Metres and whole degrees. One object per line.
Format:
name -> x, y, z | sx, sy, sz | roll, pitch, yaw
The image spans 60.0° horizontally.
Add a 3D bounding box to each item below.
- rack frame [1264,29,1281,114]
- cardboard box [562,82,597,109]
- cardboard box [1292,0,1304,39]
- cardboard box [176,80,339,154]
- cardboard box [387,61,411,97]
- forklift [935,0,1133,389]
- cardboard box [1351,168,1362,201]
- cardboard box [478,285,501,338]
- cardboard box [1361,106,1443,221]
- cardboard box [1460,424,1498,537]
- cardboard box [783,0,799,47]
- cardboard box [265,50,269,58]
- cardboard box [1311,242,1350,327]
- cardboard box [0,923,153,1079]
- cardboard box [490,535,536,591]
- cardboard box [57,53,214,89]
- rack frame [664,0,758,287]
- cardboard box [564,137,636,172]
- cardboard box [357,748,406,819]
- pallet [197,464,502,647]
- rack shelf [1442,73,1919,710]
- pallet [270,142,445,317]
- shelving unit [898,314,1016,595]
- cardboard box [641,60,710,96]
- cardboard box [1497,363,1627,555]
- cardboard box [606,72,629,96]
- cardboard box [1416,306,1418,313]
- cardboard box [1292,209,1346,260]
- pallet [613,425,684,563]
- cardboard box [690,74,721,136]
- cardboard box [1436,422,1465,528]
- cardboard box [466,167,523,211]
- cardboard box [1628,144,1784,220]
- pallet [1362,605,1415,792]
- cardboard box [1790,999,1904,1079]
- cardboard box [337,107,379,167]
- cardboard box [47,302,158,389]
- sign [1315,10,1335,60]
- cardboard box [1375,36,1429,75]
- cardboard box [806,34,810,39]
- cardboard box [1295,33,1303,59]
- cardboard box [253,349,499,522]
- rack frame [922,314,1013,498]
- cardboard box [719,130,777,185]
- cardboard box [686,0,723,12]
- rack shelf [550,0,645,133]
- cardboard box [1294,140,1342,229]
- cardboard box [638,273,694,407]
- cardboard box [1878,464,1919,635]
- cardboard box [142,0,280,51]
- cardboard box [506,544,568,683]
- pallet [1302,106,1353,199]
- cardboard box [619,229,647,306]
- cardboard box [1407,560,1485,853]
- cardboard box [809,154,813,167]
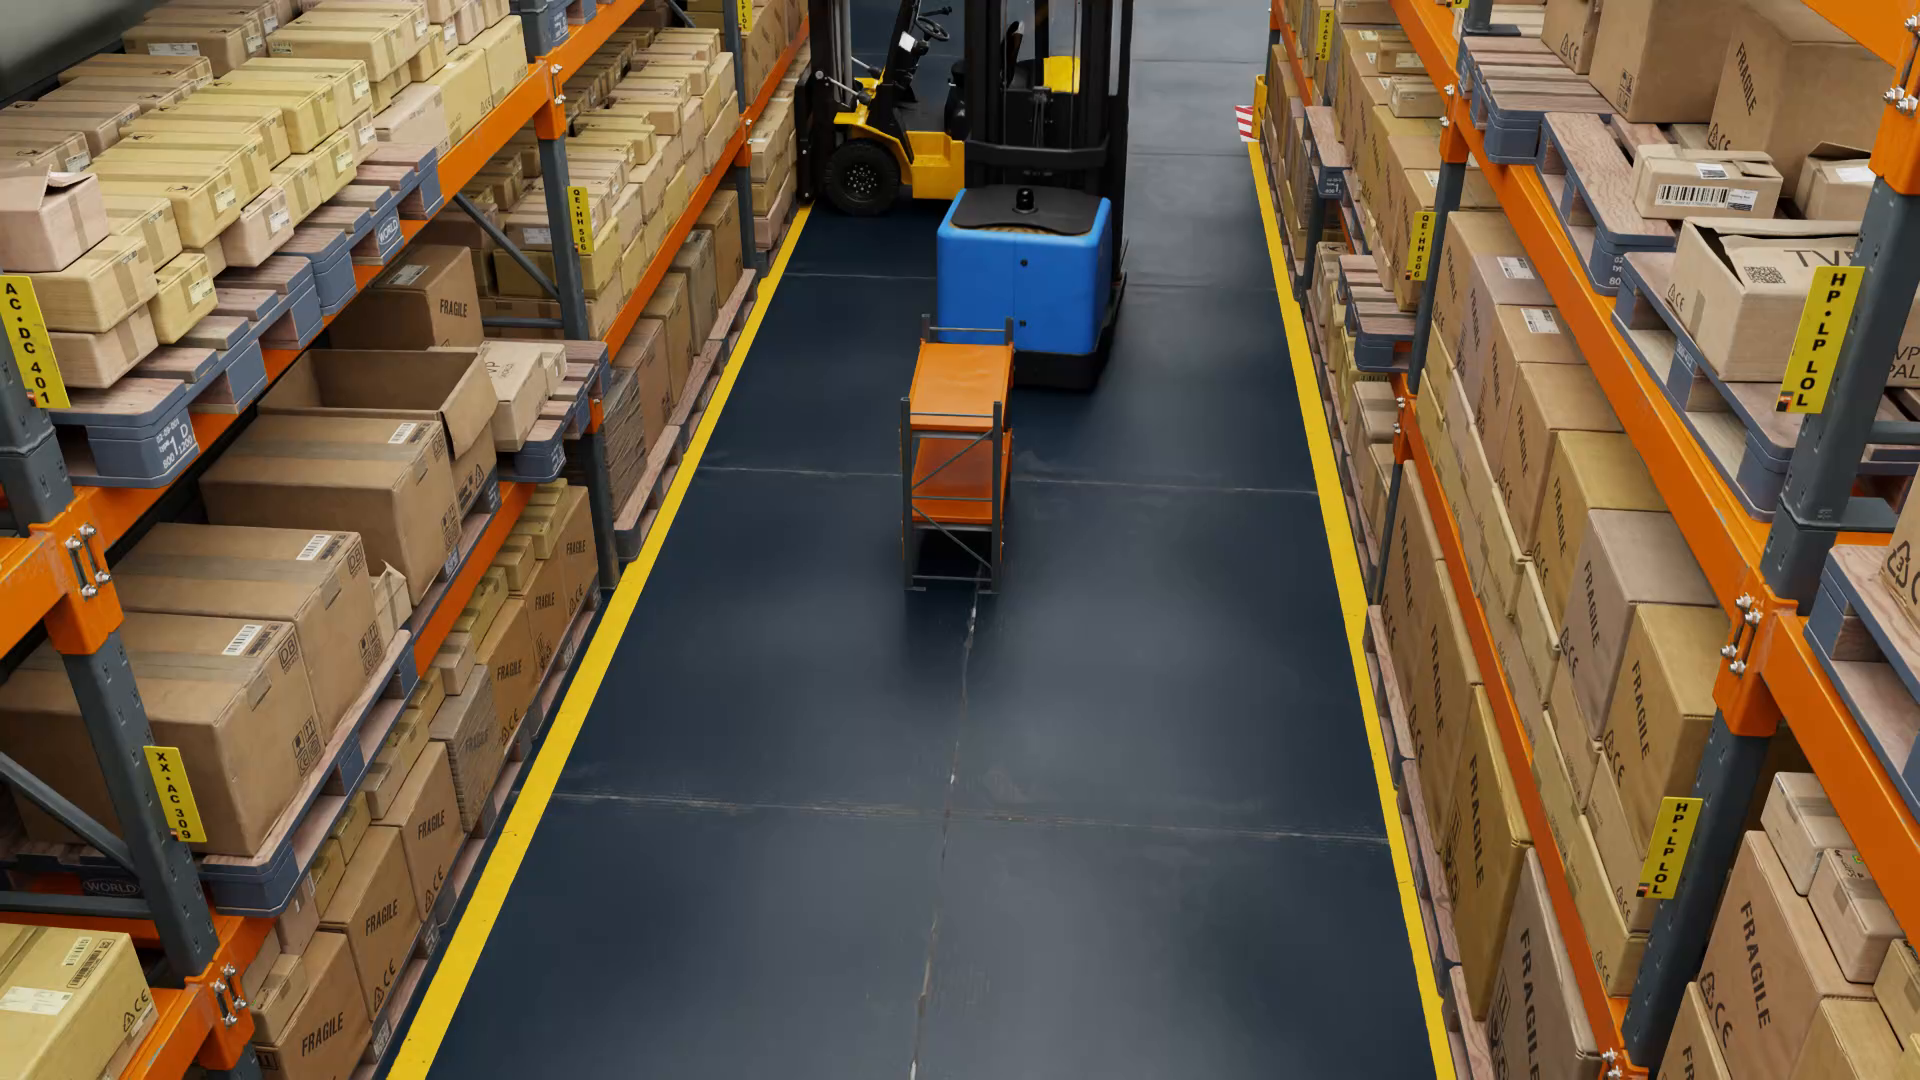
rack frame -> 3.277, -5.032, 14.556 | 1.000, 3.000, 0.127 | 2, 32, 4
cardboard box -> -2.395, -2.630, 9.945 | 0.380, 0.149, 0.250 | 2, 32, 4
cardboard box -> 2.850, -4.161, 12.765 | 0.500, 0.500, 0.500 | 2, 32, 3
cardboard box -> -2.149, -1.299, 5.100 | 0.380, 0.149, 0.250 | 3, 32, 4
cardboard box -> -2.245, -1.715, 6.077 | 0.380, 0.149, 0.250 | 3, 32, 4
forklift -> 0.615, -2.979, 11.291 | 1.130, 2.935, 3.031 | 6, 32, 9
cardboard box -> 2.458, -2.056, 9.567 | 0.380, 0.149, 0.250 | 4, 32, 6
cardboard box -> -2.540, -1.241, 8.547 | 0.500, 0.250, 0.500 | 2, 32, 3
cardboard box -> 2.457, -1.981, 8.826 | 0.500, 0.500, 0.500 | 0, 32, 1
cardboard box -> 2.242, -0.213, 6.403 | 0.500, 0.250, 0.500 | 2, 32, 4
cardboard box -> -1.571, -4.214, 13.133 | 0.500, 0.500, 0.500 | 3, 32, 4
cardboard box -> -2.736, -1.731, 6.104 | 0.380, 0.149, 0.250 | 2, 32, 3
cardboard box -> 2.911, -1.726, 11.296 | 0.950, 0.372, 0.625 | 3, 32, 5
cardboard box -> -2.446, 1.247, 4.227 | 0.500, 0.250, 0.500 | 3, 32, 5
cardboard box -> -2.166, 0.100, 7.593 | 0.380, 0.149, 0.250 | 1, 32, 2
cardboard box -> -2.640, -1.454, 5.351 | 0.380, 0.149, 0.250 | 3, 32, 5
rack frame -> -1.996, -3.150, 11.503 | 1.000, 3.000, 0.127 | 2, 32, 4
cardboard box -> -1.987, -2.076, 9.047 | 0.380, 0.149, 0.250 | 3, 32, 5
cardboard box -> -2.332, 0.910, 6.278 | 0.380, 0.149, 0.250 | 2, 32, 4
pallet -> -2.475, 0.040, 6.509 | 1.003, 0.211, 1.213 | 2, 32, 4
rack shelf -> 2.463, -0.773, 5.473 | 1.077, 0.370, 4.000 | 2, 32, 4
pallet -> -2.443, -1.044, 5.406 | 1.213, 0.211, 1.003 | 2, 32, 4
shelving unit -> -0.001, -0.475, 8.949 | 0.538, 1.125, 1.048 | 2, 32, 4
cardboard box -> -1.767, -2.876, 10.344 | 0.380, 0.149, 0.250 | 2, 32, 2
cardboard box -> 2.209, -0.276, 5.790 | 0.500, 0.500, 0.500 | 3, 32, 5
cardboard box -> -2.344, -2.782, 10.572 | 0.500, 0.250, 0.500 | 2, 32, 3
cardboard box -> 2.418, -1.102, 8.018 | 0.380, 0.149, 0.250 | 4, 32, 6
cardboard box -> 2.732, -2.269, 12.293 | 0.500, 0.250, 0.500 | 4, 32, 6
pallet -> -2.216, -0.300, 9.536 | 1.003, 0.211, 1.213 | 2, 32, 4
cardboard box -> -1.816, -2.762, 10.540 | 0.500, 0.250, 0.500 | 2, 32, 3
cardboard box -> 2.311, -0.270, 6.973 | 0.500, 0.250, 0.500 | 2, 32, 3
cardboard box -> -2.505, -1.831, 8.648 | 0.380, 0.149, 0.250 | 2, 32, 4
cardboard box -> 2.305, -1.108, 5.153 | 0.380, 0.166, 0.250 | 5, 32, 8
pallet -> 2.487, 0.748, 7.836 | 1.003, 0.211, 1.213 | 2, 32, 4
cardboard box -> 1.973, 1.277, 3.270 | 0.500, 0.500, 0.500 | 2, 32, 3
cardboard box -> -2.127, -1.303, 5.389 | 0.380, 0.149, 0.250 | 3, 32, 5
cardboard box -> -2.227, -0.498, 4.083 | 0.380, 0.149, 0.250 | 3, 32, 5
sign -> 2.410, -3.328, 10.966 | 0.100, 0.325, 0.005 | 2, 32, 4
cardboard box -> 2.575, -2.761, 9.474 | 0.380, 0.149, 0.250 | 4, 32, 7
cardboard box -> -1.397, -4.422, 14.833 | 0.500, 0.250, 0.500 | 3, 32, 6
cardboard box -> 2.789, -3.814, 12.820 | 0.380, 0.149, 0.250 | 3, 32, 4
cardboard box -> -2.270, -0.420, 6.574 | 0.797, 0.503, 0.637 | 2, 32, 3
rack frame -> 0.041, -0.741, 9.380 | 0.500, 1.125, 0.032 | 2, 32, 4
cardboard box -> -1.644, -2.824, 12.240 | 0.500, 0.250, 0.500 | 2, 32, 3
cardboard box -> -1.674, -3.750, 11.478 | 0.380, 0.149, 0.250 | 3, 32, 5
rack shelf -> -2.159, -3.075, 9.207 | 1.077, 0.370, 4.000 | 2, 32, 4
cardboard box -> 2.732, -2.588, 12.097 | 0.500, 0.500, 0.500 | 2, 32, 3
cardboard box -> -2.157, -1.246, 10.276 | 0.875, 0.625, 0.625 | 1, 32, 2
cardboard box -> 2.043, 0.001, 2.940 | 0.500, 0.500, 0.500 | 3, 32, 5
cardboard box -> -2.701, -1.854, 6.019 | 0.380, 0.149, 0.250 | 2, 32, 4
cardboard box -> -2.193, 0.318, 7.857 | 0.500, 0.500, 0.500 | 2, 32, 3
pallet -> 2.744, -2.465, 10.574 | 1.003, 0.211, 1.213 | 2, 32, 4
cardboard box -> -1.996, -1.479, 8.934 | 0.500, 0.250, 0.500 | 2, 32, 3
cardboard box -> 2.410, 0.701, 6.878 | 0.875, 0.875, 0.875 | 3, 32, 5
cardboard box -> -1.513, -3.197, 13.800 | 0.500, 0.250, 0.500 | 3, 32, 6
